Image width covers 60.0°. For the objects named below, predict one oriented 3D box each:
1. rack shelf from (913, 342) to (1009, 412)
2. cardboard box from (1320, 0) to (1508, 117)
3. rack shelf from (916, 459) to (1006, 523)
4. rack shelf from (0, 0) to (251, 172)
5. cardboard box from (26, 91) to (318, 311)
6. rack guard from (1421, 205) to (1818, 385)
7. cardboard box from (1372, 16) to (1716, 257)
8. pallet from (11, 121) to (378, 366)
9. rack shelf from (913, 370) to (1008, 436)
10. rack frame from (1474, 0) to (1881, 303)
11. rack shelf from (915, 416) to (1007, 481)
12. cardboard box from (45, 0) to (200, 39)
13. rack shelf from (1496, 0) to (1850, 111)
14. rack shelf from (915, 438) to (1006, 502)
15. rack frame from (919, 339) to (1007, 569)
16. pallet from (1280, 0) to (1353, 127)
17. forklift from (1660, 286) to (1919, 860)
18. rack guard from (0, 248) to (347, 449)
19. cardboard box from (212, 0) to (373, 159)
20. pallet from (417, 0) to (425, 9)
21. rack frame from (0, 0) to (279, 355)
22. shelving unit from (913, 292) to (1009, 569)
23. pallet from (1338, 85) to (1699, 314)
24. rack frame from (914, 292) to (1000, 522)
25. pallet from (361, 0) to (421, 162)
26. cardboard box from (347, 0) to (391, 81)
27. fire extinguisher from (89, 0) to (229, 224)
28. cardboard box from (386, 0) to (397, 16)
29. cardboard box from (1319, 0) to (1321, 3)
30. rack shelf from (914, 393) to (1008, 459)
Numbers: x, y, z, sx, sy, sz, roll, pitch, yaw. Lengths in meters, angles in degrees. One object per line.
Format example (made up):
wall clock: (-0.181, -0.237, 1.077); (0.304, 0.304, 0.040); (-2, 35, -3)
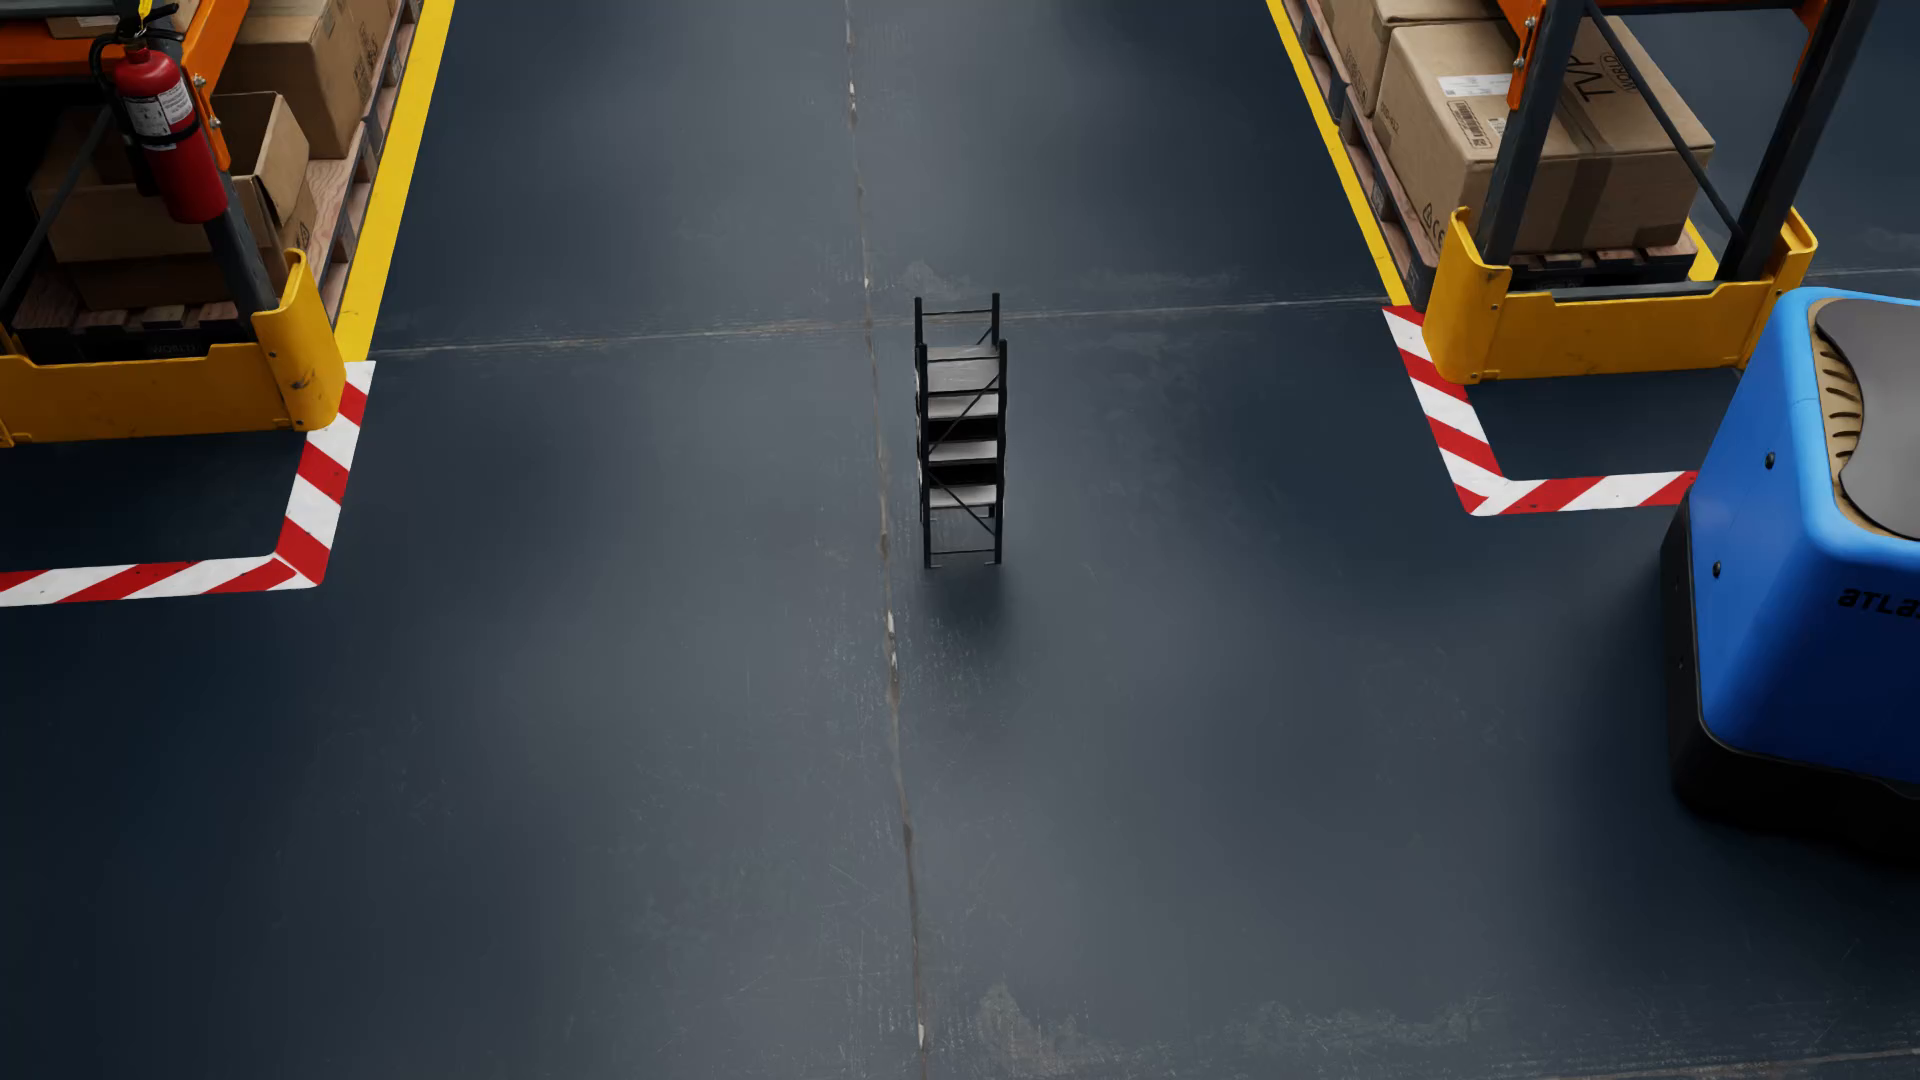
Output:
rack shelf: (0.001, -0.466, 4.746); (0.258, 0.077, 0.200); (-3, 47, -3)
cardboard box: (2.001, -2.139, 6.685); (0.875, 0.438, 0.875); (-2, 47, -2)
rack shelf: (0.001, -0.157, 5.073); (0.258, 0.077, 0.200); (-3, 47, -3)
rack shelf: (-2.872, -2.637, 6.177); (1.077, 0.370, 4.000); (-3, 47, -3)
cardboard box: (-2.662, -1.172, 5.724); (0.797, 0.503, 0.637); (-5, 47, -5)
rack guard: (2.243, -0.865, 5.725); (1.175, 0.500, 0.348); (-3, 47, -3)
cardboard box: (2.086, -1.477, 6.058); (0.875, 0.438, 0.875); (-5, 47, -5)
pallet: (-2.779, -1.110, 6.157); (1.003, 0.211, 1.213); (-3, 47, -3)
rack shelf: (0.001, -0.404, 4.811); (0.258, 0.077, 0.200); (-3, 47, -3)
rack frame: (2.241, -1.742, 4.834); (1.000, 3.000, 0.127); (-3, 47, -3)
rack shelf: (0.001, -0.281, 4.942); (0.258, 0.077, 0.200); (-3, 47, -3)
cardboard box: (-2.459, -1.606, 4.878); (0.380, 0.149, 0.250); (-4, 47, -4)
rack shelf: (2.074, -2.942, 6.466); (1.077, 0.370, 4.000); (-3, 47, -3)
rack shelf: (0.001, -0.219, 5.007); (0.258, 0.077, 0.200); (-3, 47, -3)
rack frame: (0.009, -0.230, 4.848); (0.240, 0.900, 0.006); (-3, 47, -3)
pallet: (1.997, -2.238, 7.224); (1.003, 0.211, 1.213); (-3, 47, -3)
forklift: (3.517, -0.355, 3.568); (3.031, 2.935, 1.130); (11, 47, 10)
rack guard: (-2.711, -0.633, 5.505); (1.175, 0.500, 0.348); (-3, 47, -3)
cardboard box: (-2.694, -1.792, 6.313); (0.700, 0.500, 0.500); (-2, 47, -2)
pallet: (-2.983, -2.876, 7.828); (1.003, 0.211, 1.213); (-3, 47, -3)
rack frame: (-2.705, -1.438, 4.546); (1.000, 3.000, 0.127); (-3, 47, -3)
shelving unit: (0.001, -0.304, 4.918); (0.258, 0.900, 0.210); (-3, 47, -3)
pallet: (2.096, -1.357, 6.390); (1.003, 0.211, 1.213); (-3, 47, -3)
rack frame: (-0.008, -0.377, 4.987); (0.240, 0.900, 0.006); (-3, 47, -3)
pallet: (-2.878, -1.991, 6.991); (1.003, 0.211, 1.213); (-3, 47, -3)
cardboard box: (-2.639, -2.180, 6.681); (0.500, 0.500, 0.500); (-3, 47, -3)
fire extinguisher: (-2.232, -1.205, 4.635); (0.296, 0.674, 0.183); (-3, 47, -3)
cardboard box: (-2.781, -2.543, 7.025); (0.700, 0.500, 0.500); (-5, 47, -5)
cardboard box: (1.927, -2.791, 7.303); (0.875, 0.438, 0.875); (-5, 47, -4)
rack shelf: (0.001, -0.343, 4.877); (0.258, 0.077, 0.200); (-3, 47, -3)
